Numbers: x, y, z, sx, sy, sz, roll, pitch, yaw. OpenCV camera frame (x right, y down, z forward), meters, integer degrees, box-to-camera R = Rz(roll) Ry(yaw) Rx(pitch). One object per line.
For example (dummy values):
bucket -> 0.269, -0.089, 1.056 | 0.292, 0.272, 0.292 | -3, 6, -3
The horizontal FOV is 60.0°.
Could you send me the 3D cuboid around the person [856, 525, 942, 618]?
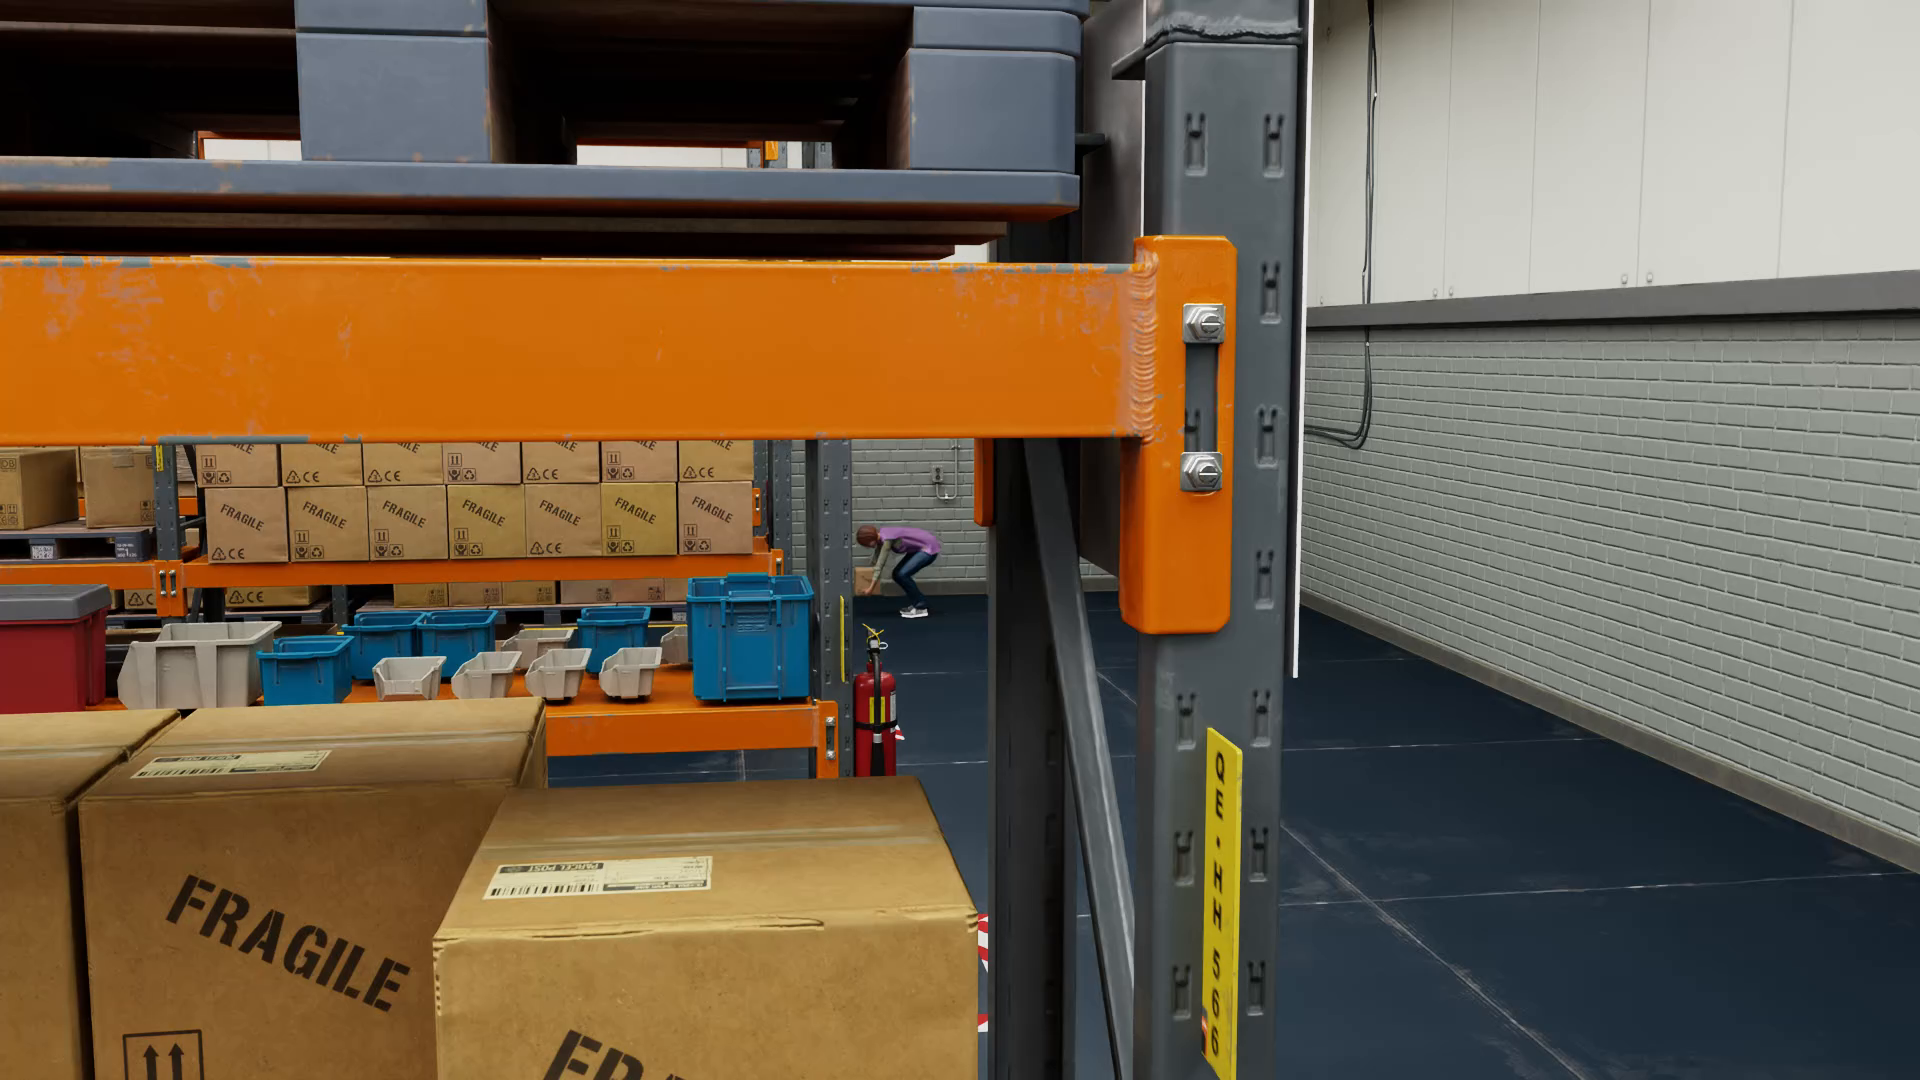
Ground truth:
person -> -0.615, 0.308, 16.737 | 0.862, 0.937, 0.429 | -1, 7, -11
